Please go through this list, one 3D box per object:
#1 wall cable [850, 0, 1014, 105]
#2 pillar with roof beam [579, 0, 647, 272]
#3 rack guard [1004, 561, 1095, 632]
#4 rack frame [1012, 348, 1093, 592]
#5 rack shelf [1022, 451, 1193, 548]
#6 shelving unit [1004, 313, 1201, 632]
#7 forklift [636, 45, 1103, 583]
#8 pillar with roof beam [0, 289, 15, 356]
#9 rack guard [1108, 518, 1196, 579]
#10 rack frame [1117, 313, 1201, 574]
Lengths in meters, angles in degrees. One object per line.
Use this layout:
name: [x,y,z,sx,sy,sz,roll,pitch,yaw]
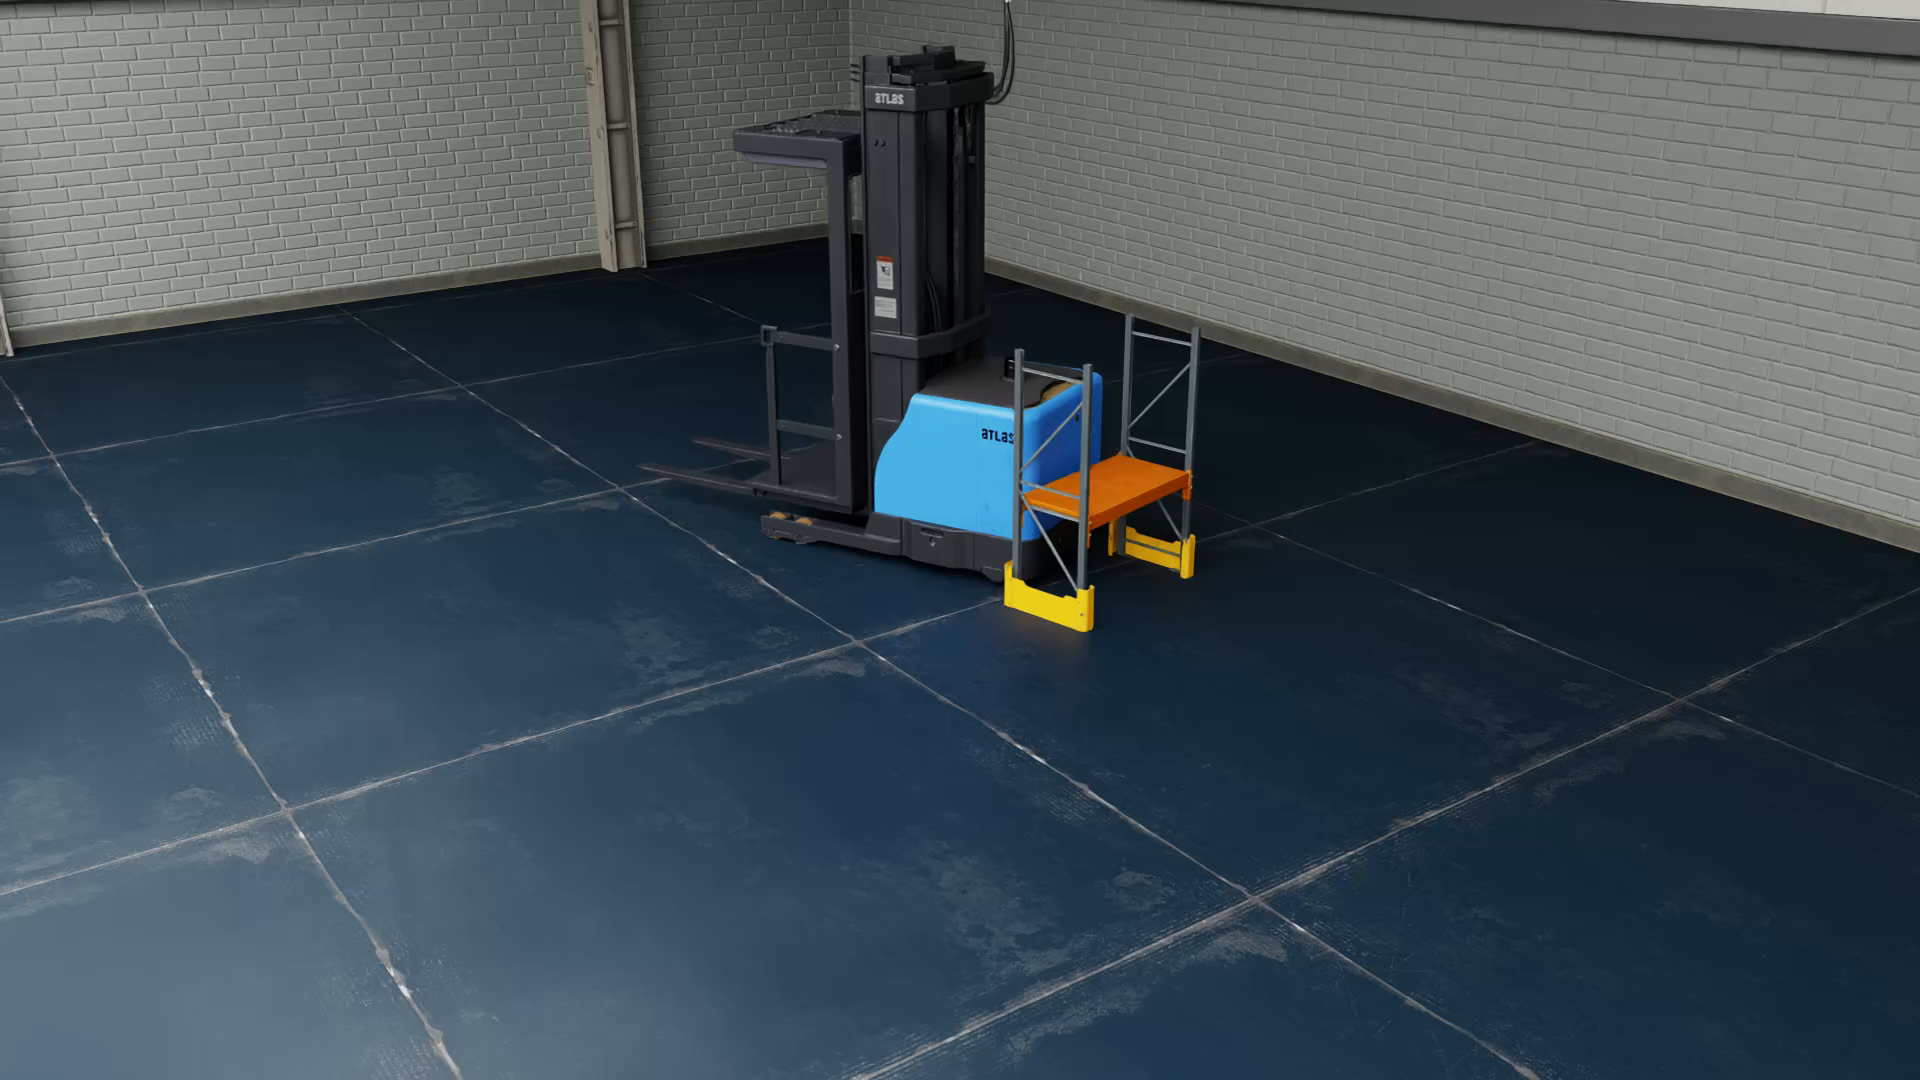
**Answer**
wall cable: [-0.403,-5.877,17.172,0.112,2.526,3.097,-15,26,-33]
pillar with roof beam: [-1.052,-5.784,12.749,0.400,9.000,9.100,-15,26,-33]
rack guard: [0.494,0.312,9.277,0.587,0.250,0.087,18,28,37]
rack frame: [0.493,-0.268,9.045,0.500,1.500,0.032,18,28,37]
rack shelf: [0.825,-0.244,9.469,0.538,0.185,1.000,18,28,37]
shelving unit: [0.819,-0.408,9.396,0.587,1.500,1.083,18,28,37]
forklift: [-0.666,-1.488,10.171,3.031,2.935,1.130,11,24,26]
pillar with roof beam: [-5.923,-4.485,9.495,0.400,9.000,9.100,-15,26,-33]
rack guard: [1.145,0.033,9.977,0.587,0.250,0.087,18,28,37]
rack frame: [1.158,-0.553,9.759,0.500,1.500,0.032,18,28,37]
